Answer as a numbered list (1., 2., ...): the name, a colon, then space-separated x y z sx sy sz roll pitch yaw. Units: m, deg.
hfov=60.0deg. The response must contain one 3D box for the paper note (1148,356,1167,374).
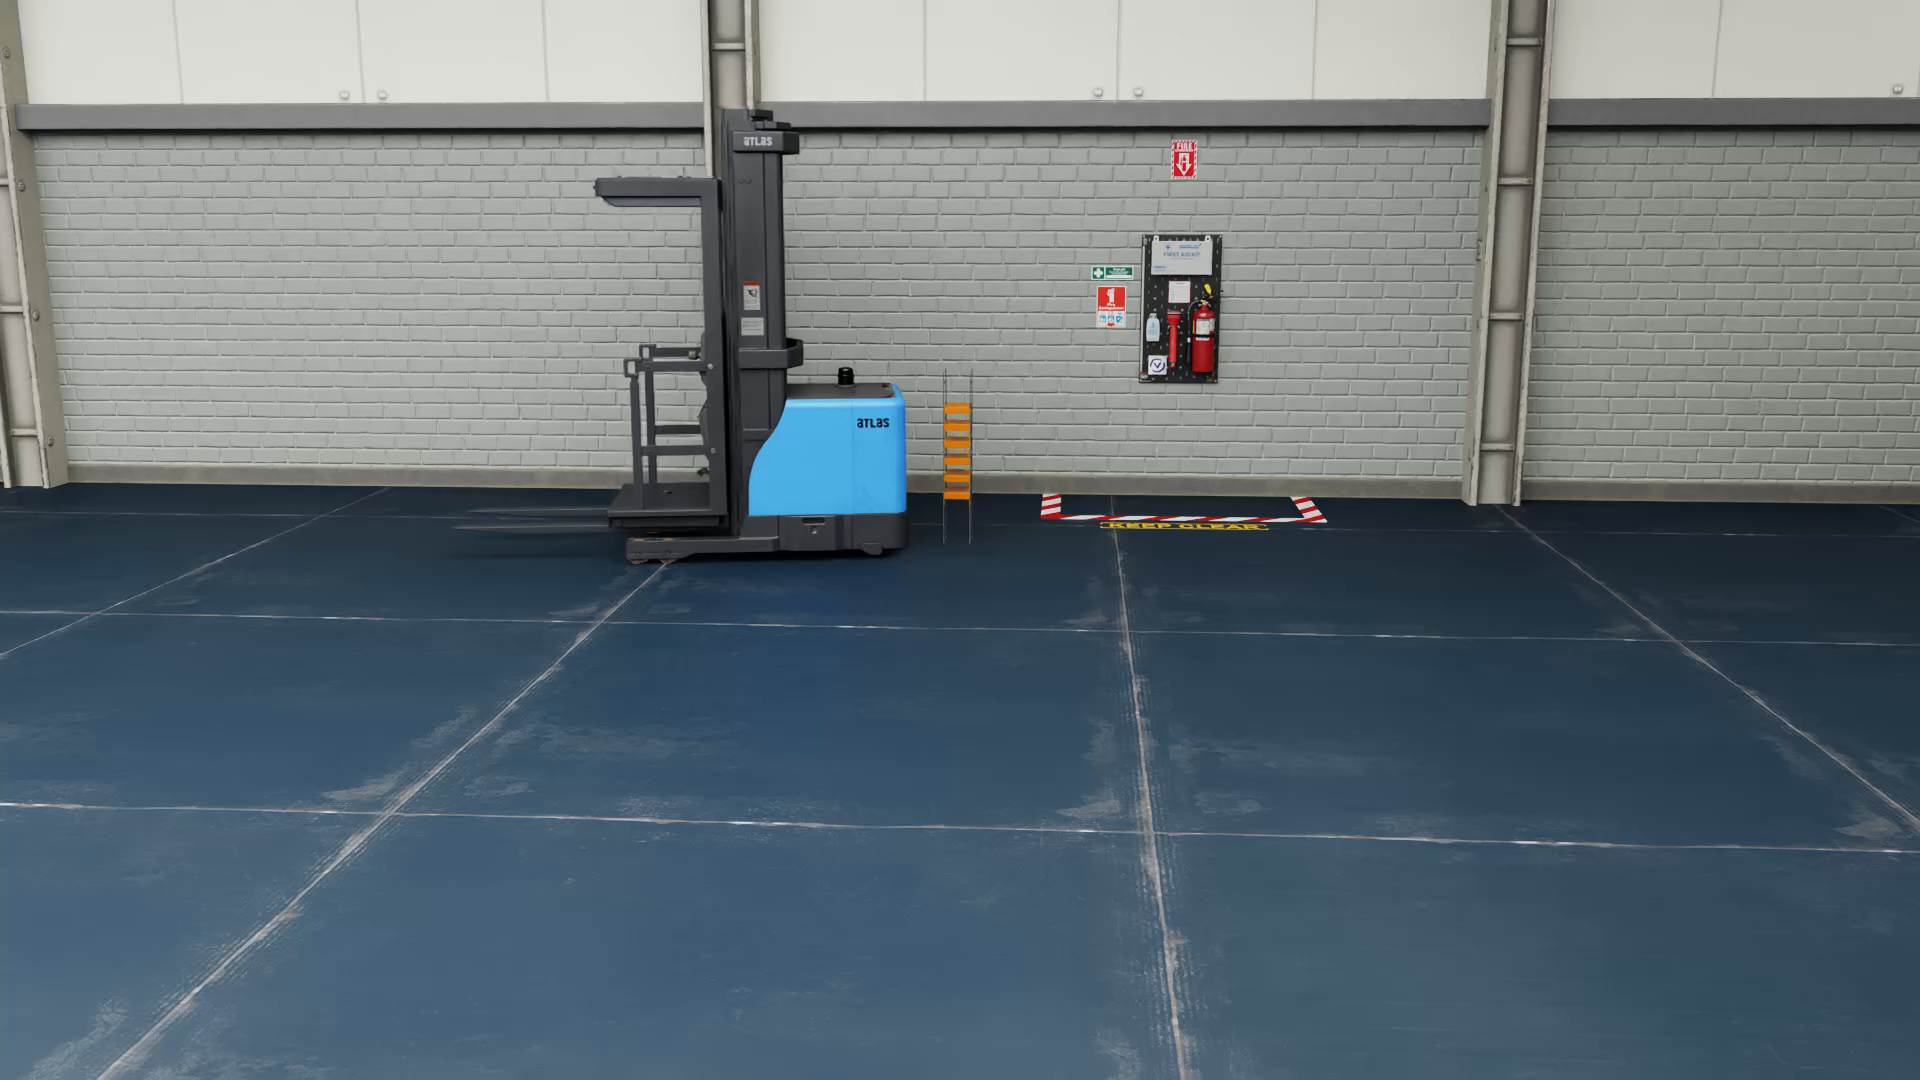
1. paper note: 1.576 -1.397 13.271 0.142 0.148 0.016 1 12 4

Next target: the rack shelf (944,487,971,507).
1. rack shelf: -0.014 -0.309 11.704 0.180 0.103 0.258 1 12 4

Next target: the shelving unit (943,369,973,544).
1. shelving unit: -0.014 -0.587 11.646 0.189 1.200 0.258 1 12 4

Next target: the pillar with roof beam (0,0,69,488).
1. pillar with roof beam: -8.049 -3.991 8.869 0.400 9.000 9.100 1 12 4

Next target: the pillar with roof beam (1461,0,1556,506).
1. pillar with roof beam: 3.924 -3.827 8.084 0.400 9.000 9.100 1 12 4

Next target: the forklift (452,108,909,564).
1. forklift: -1.894 -1.389 11.249 3.031 2.935 1.130 -1 12 -5

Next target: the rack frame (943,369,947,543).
1. rack frame: -0.106 -0.589 11.652 0.006 1.200 0.240 1 12 4

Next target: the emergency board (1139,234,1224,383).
1. emergency board: 1.748 -1.811 13.102 0.643 1.169 0.194 1 12 4

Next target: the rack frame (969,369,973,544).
1. rack frame: 0.077 -0.586 11.640 0.006 1.200 0.240 1 12 4

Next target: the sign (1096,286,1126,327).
1. sign: 1.204 -1.858 13.235 0.234 0.329 0.001 1 12 4

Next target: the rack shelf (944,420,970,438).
1. rack shelf: -0.014 -0.779 11.606 0.180 0.103 0.258 1 12 4

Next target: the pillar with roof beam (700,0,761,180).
1. pillar with roof beam: -2.063 -3.909 8.477 0.400 9.000 9.100 1 12 4

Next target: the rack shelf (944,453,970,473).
1. rack shelf: -0.014 -0.544 11.655 0.180 0.103 0.258 1 12 4

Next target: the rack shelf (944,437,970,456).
1. rack shelf: -0.014 -0.661 11.631 0.180 0.103 0.258 1 12 4

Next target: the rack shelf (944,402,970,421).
1. rack shelf: -0.014 -0.896 11.582 0.180 0.103 0.258 1 12 4

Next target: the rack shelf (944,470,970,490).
1. rack shelf: -0.014 -0.427 11.680 0.180 0.103 0.258 1 12 4

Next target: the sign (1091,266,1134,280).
1. sign: 1.208 -2.115 13.172 0.331 0.109 0.001 1 12 4

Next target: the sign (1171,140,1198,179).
1. sign: 1.747 -2.967 12.962 0.199 0.298 0.001 1 12 4
